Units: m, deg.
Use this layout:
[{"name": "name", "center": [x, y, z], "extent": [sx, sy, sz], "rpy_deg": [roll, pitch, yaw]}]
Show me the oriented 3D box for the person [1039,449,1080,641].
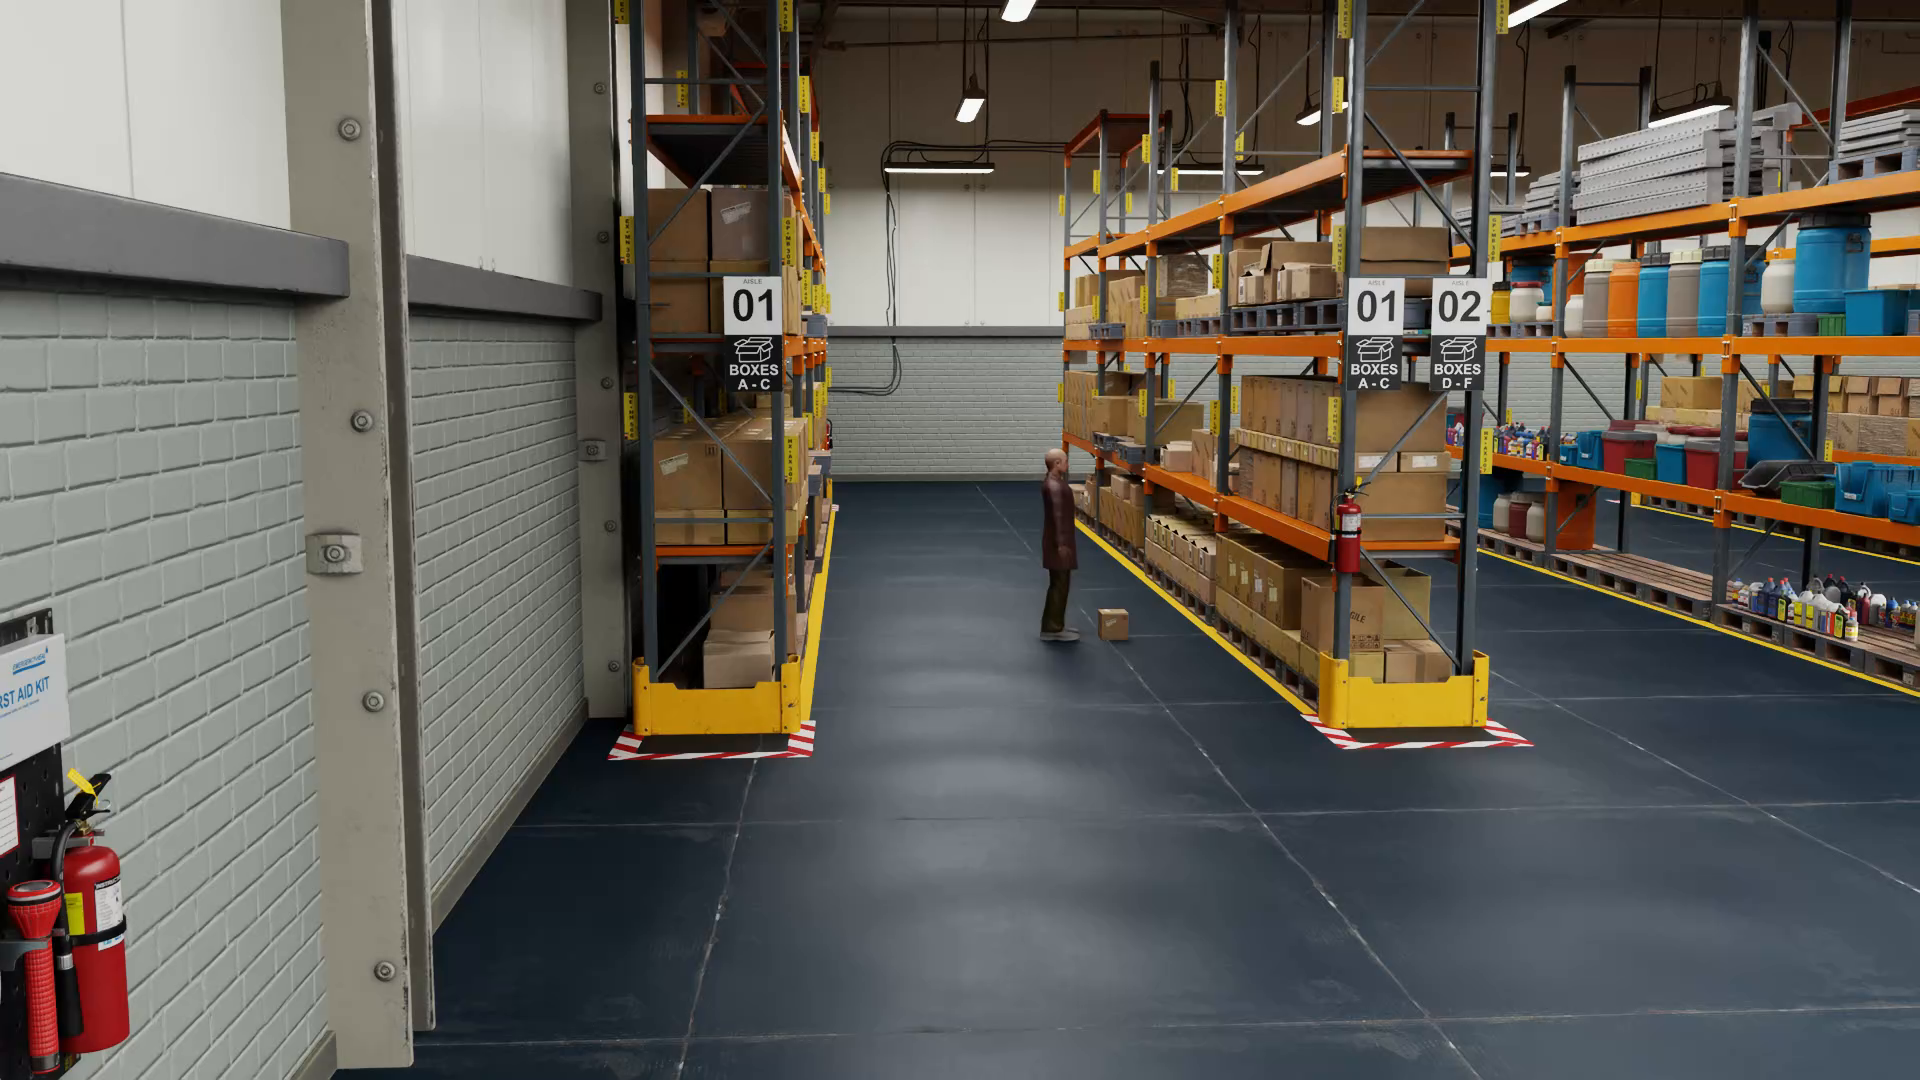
[{"name": "person", "center": [0.930, 0.038, 15.487], "extent": [0.395, 1.776, 0.562], "rpy_deg": [0, 7, -3]}]
